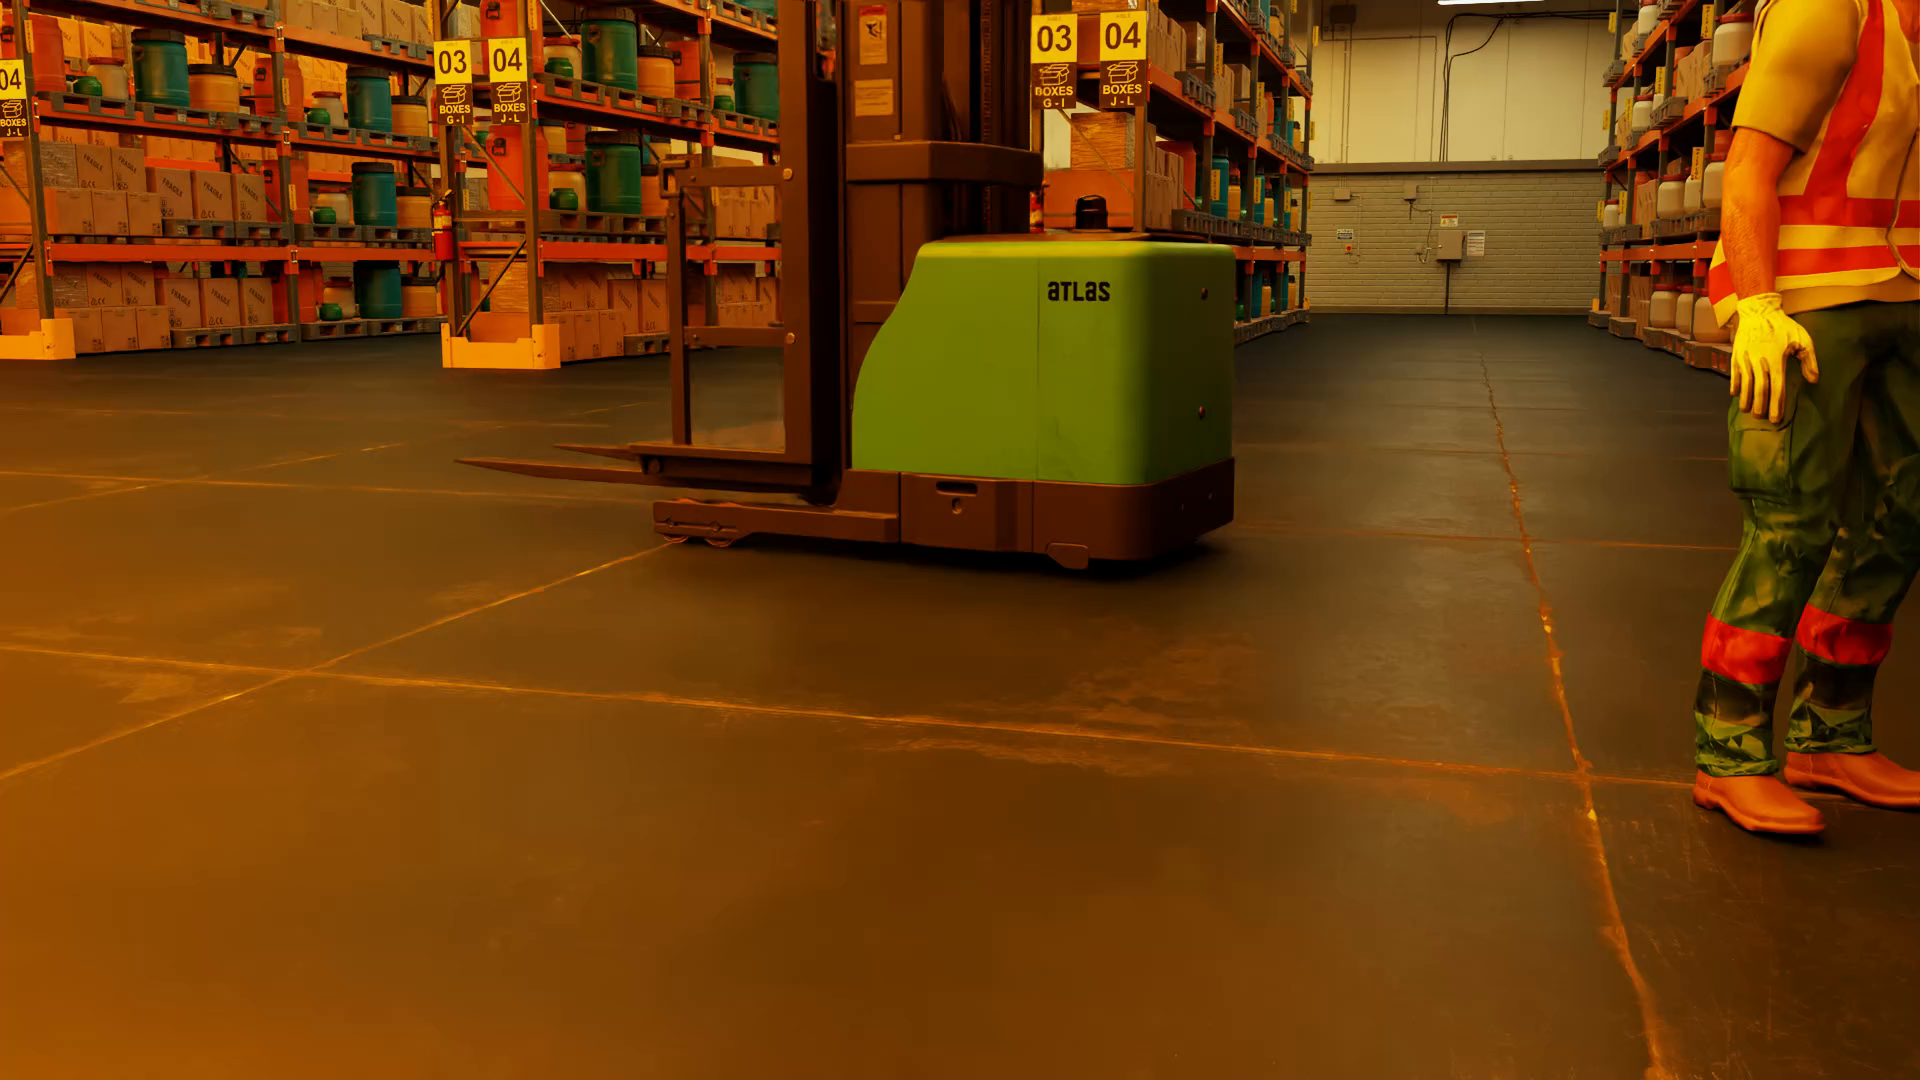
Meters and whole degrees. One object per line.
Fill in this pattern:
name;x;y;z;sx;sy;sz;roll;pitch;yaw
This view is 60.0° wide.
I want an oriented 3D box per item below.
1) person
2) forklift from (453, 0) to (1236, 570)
person;1.612;-0.381;3.002;0.608;1.777;0.455;-5;11;-28
forklift;-0.549;-1.490;6.158;3.031;2.935;1.130;5;10;26
